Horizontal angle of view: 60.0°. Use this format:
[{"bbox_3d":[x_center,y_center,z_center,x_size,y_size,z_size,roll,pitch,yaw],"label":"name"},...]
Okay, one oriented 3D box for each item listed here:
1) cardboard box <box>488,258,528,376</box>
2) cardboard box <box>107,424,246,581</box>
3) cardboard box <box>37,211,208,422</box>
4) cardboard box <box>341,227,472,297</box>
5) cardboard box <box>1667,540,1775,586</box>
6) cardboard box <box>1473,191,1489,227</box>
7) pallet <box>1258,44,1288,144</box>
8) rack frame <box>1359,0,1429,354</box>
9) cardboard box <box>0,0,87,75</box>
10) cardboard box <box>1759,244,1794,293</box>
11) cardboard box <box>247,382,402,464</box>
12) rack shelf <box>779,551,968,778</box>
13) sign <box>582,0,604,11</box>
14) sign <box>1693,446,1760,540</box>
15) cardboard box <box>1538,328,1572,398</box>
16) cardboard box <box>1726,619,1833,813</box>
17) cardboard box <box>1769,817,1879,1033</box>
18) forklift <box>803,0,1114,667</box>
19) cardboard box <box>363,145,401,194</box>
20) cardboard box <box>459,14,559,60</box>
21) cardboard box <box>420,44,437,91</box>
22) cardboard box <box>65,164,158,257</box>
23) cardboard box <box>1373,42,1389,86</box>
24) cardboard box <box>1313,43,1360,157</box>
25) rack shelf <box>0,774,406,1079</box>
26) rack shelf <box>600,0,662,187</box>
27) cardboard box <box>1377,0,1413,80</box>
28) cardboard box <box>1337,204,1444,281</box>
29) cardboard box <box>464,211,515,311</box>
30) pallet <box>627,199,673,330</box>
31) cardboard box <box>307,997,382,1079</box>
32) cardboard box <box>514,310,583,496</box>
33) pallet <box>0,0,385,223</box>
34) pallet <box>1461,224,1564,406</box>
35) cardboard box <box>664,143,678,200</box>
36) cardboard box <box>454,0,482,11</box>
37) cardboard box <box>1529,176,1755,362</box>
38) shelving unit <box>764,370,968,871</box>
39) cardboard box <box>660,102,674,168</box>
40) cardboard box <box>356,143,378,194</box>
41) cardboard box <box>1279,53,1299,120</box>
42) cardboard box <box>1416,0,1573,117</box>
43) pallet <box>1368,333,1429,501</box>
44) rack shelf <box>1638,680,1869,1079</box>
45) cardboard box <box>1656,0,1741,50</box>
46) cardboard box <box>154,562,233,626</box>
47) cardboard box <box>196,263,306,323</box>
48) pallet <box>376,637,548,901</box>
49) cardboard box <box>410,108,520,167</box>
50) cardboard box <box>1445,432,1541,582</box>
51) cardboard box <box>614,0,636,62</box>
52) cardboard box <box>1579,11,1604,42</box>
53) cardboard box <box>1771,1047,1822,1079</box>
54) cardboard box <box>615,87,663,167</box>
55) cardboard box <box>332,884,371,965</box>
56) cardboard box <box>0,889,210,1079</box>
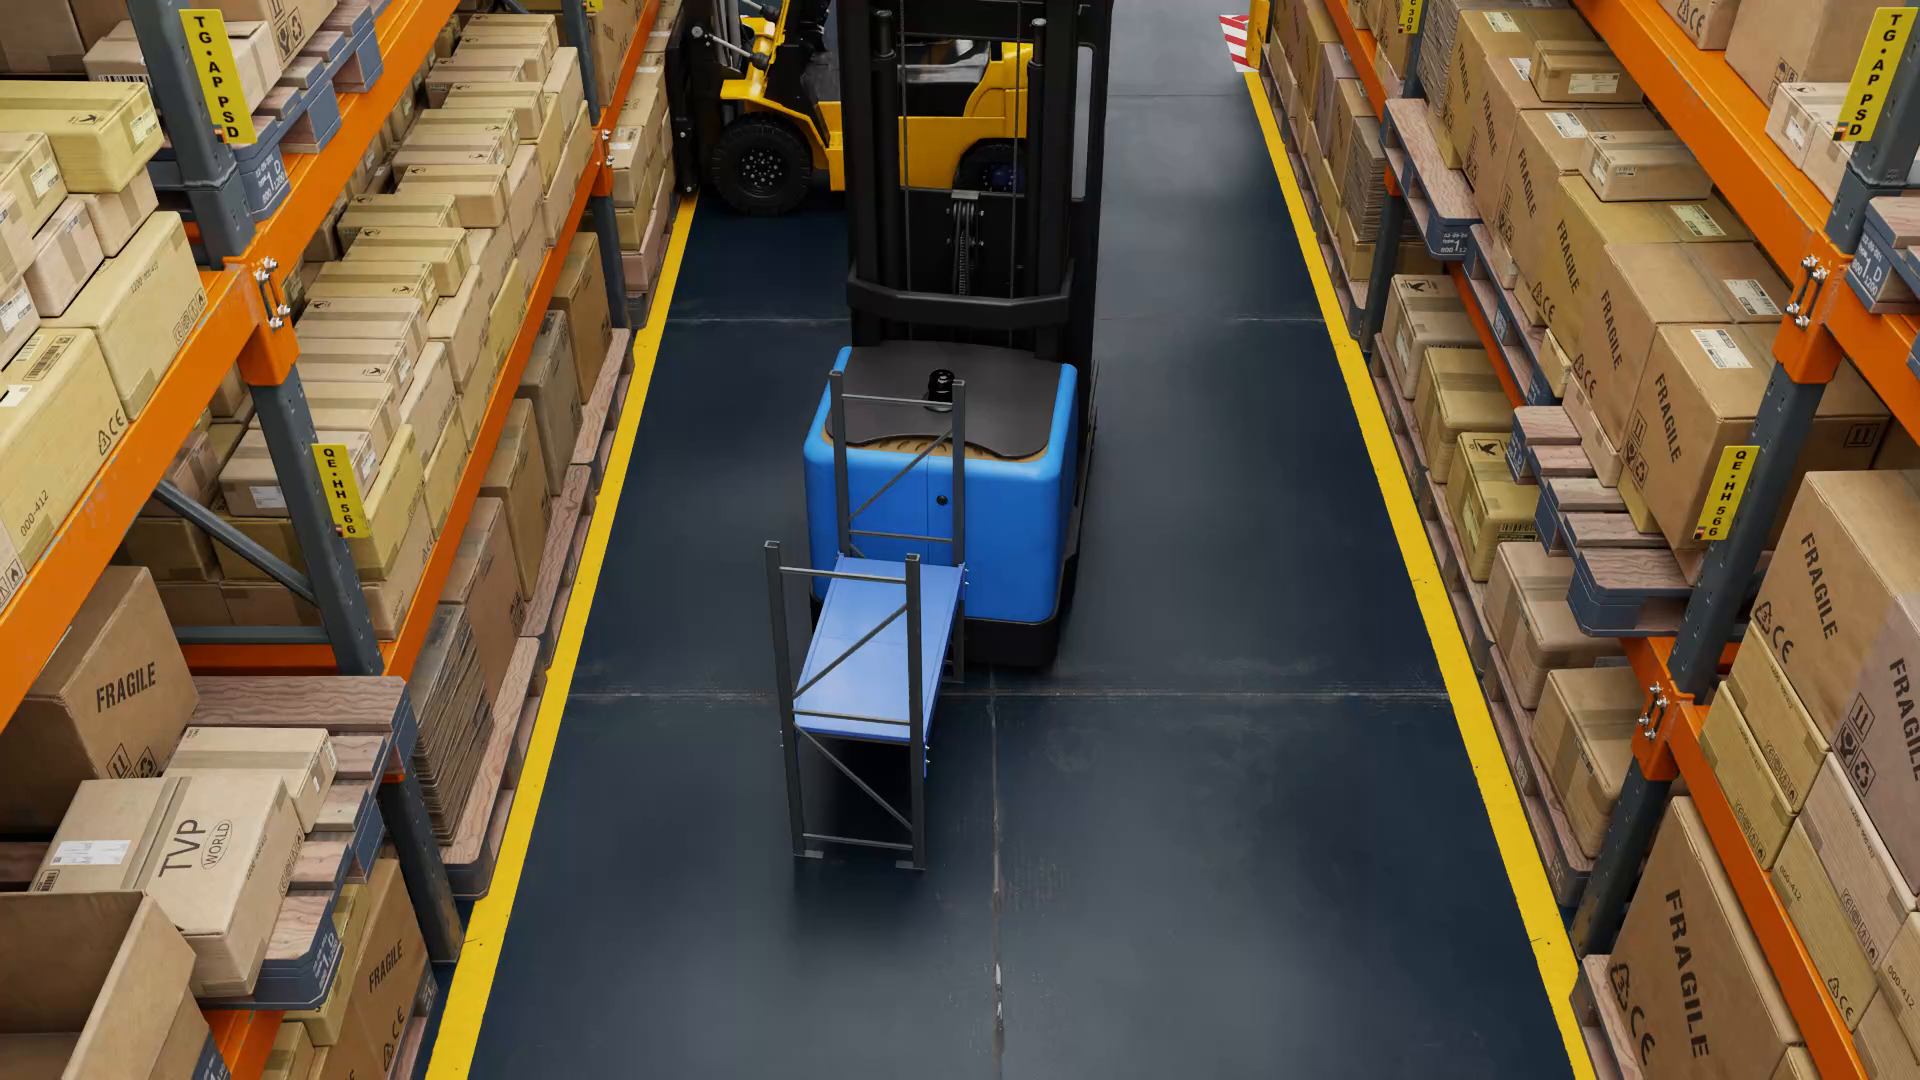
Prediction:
[{"bbox_3d":[-2.036,-0.888,6.580,0.500,0.250,0.500,1,39,1],"label":"cardboard box"},{"bbox_3d":[-2.556,-0.125,5.228,0.500,0.250,0.500,1,39,1],"label":"cardboard box"},{"bbox_3d":[-2.034,-0.499,3.696,0.500,0.250,0.500,-1,39,-2],"label":"cardboard box"},{"bbox_3d":[-1.995,-1.007,6.009,0.380,0.149,0.250,1,39,1],"label":"cardboard box"},{"bbox_3d":[2.451,0.015,5.197,0.380,0.149,0.250,1,39,2],"label":"cardboard box"},{"bbox_3d":[2.393,-1.441,7.015,0.380,0.149,0.250,1,39,1],"label":"cardboard box"},{"bbox_3d":[2.643,-3.073,11.416,1.003,0.211,1.213,0,39,0],"label":"pallet"},{"bbox_3d":[2.682,-2.215,8.116,1.000,3.000,0.127,0,39,0],"label":"rack frame"},{"bbox_3d":[-2.534,-1.476,4.499,0.500,0.250,0.500,0,39,0],"label":"cardboard box"},{"bbox_3d":[2.910,-0.640,5.497,0.500,0.500,0.500,2,39,2],"label":"cardboard box"},{"bbox_3d":[-1.985,-0.367,5.210,0.380,0.149,0.250,1,39,1],"label":"cardboard box"},{"bbox_3d":[-0.304,0.445,6.283,0.538,0.185,1.000,5,39,6],"label":"rack shelf"},{"bbox_3d":[-1.739,-2.637,7.779,0.100,0.325,0.005,0,39,0],"label":"sign"},{"bbox_3d":[2.144,-0.129,4.649,0.100,0.325,0.005,0,39,0],"label":"sign"},{"bbox_3d":[2.326,-0.639,6.014,0.380,0.149,0.250,1,39,1],"label":"cardboard box"},{"bbox_3d":[2.440,0.466,4.489,0.500,0.250,0.500,0,39,0],"label":"cardboard box"},{"bbox_3d":[2.454,0.972,4.259,0.500,0.250,0.500,-1,39,-1],"label":"cardboard box"},{"bbox_3d":[0.090,-1.529,7.315,1.130,2.935,3.031,5,39,6],"label":"forklift"},{"bbox_3d":[-2.558,-1.393,6.810,0.500,0.250,0.500,-1,39,-1],"label":"cardboard box"},{"bbox_3d":[-2.059,-2.288,7.608,0.380,0.149,0.250,1,39,2],"label":"cardboard box"},{"bbox_3d":[-2.548,-2.114,7.391,0.380,0.149,0.250,-1,39,-2],"label":"cardboard box"},{"bbox_3d":[-2.036,-0.754,3.695,0.380,0.149,0.250,1,39,1],"label":"cardboard box"},{"bbox_3d":[2.369,-2.474,8.640,0.380,0.149,0.250,1,39,1],"label":"cardboard box"},{"bbox_3d":[2.409,-2.606,9.866,0.500,0.500,0.500,2,39,2],"label":"cardboard box"},{"bbox_3d":[-2.275,1.823,3.651,1.077,0.370,4.000,0,39,0],"label":"rack shelf"},{"bbox_3d":[-2.284,-3.180,9.894,1.077,0.370,4.000,0,39,0],"label":"rack shelf"},{"bbox_3d":[2.433,-2.648,8.338,0.500,0.500,0.500,-1,39,-1],"label":"cardboard box"},{"bbox_3d":[2.412,-1.676,9.306,0.500,0.250,0.500,2,39,2],"label":"cardboard box"},{"bbox_3d":[-2.041,-1.082,6.422,0.500,0.250,0.500,0,39,1],"label":"cardboard box"},{"bbox_3d":[-2.241,-1.619,9.601,1.003,0.211,1.213,0,39,0],"label":"pallet"},{"bbox_3d":[-2.072,1.681,4.917,0.500,0.500,0.500,-1,39,-1],"label":"cardboard box"},{"bbox_3d":[-2.277,-0.635,7.707,0.875,0.625,0.625,0,39,0],"label":"cardboard box"},{"bbox_3d":[-2.367,-1.229,4.638,1.213,0.211,1.003,2,39,2],"label":"pallet"},{"bbox_3d":[2.643,-0.877,6.599,1.003,0.211,1.213,0,39,0],"label":"pallet"},{"bbox_3d":[-1.984,-2.242,10.012,0.500,0.250,0.500,1,39,1],"label":"cardboard box"},{"bbox_3d":[-2.539,-2.703,8.125,0.380,0.149,0.250,0,39,0],"label":"cardboard box"},{"bbox_3d":[2.395,-0.956,5.891,0.500,0.500,0.500,-3,39,-3],"label":"cardboard box"},{"bbox_3d":[-0.304,0.304,6.171,0.538,1.500,1.048,5,39,6],"label":"shelving unit"},{"bbox_3d":[-1.965,-2.428,9.844,0.500,0.250,0.500,0,39,0],"label":"cardboard box"},{"bbox_3d":[-2.547,-1.484,6.605,0.380,0.149,0.250,0,39,0],"label":"cardboard box"},{"bbox_3d":[2.395,-2.984,10.938,0.500,0.250,0.500,1,39,2],"label":"cardboard box"},{"bbox_3d":[2.396,-2.241,7.494,0.500,0.500,0.500,1,39,1],"label":"cardboard box"},{"bbox_3d":[2.684,-0.640,8.380,1.003,0.211,1.213,0,39,0],"label":"pallet"},{"bbox_3d":[2.689,1.817,3.659,1.077,0.370,4.000,0,39,0],"label":"rack shelf"},{"bbox_3d":[2.656,-1.879,5.214,0.797,0.503,0.637,0,39,0],"label":"cardboard box"},{"bbox_3d":[-2.534,0.069,5.385,0.500,0.250,0.500,-1,39,-1],"label":"cardboard box"},{"bbox_3d":[-2.524,-0.846,5.808,0.380,0.149,0.250,0,39,0],"label":"cardboard box"},{"bbox_3d":[-2.239,0.865,6.502,1.003,0.211,1.213,0,39,0],"label":"pallet"},{"bbox_3d":[-2.023,-1.646,6.806,0.380,0.149,0.250,-1,39,-1],"label":"cardboard box"},{"bbox_3d":[2.692,-0.142,7.293,0.950,0.372,0.625,1,39,1],"label":"cardboard box"},{"bbox_3d":[-2.039,-2.852,8.830,0.500,0.500,0.500,1,39,1],"label":"cardboard box"},{"bbox_3d":[2.914,-1.936,7.113,0.500,0.500,0.500,0,39,0],"label":"cardboard box"},{"bbox_3d":[2.601,1.941,4.293,0.875,0.875,0.875,0,39,1],"label":"cardboard box"},{"bbox_3d":[-1.959,-2.313,9.301,0.500,0.250,0.500,0,39,0],"label":"cardboard box"},{"bbox_3d":[-2.023,1.159,5.050,0.380,0.149,0.250,-2,39,-2],"label":"cardboard box"},{"bbox_3d":[-2.090,1.108,3.550,0.797,0.503,0.637,-1,39,-1],"label":"cardboard box"}]
